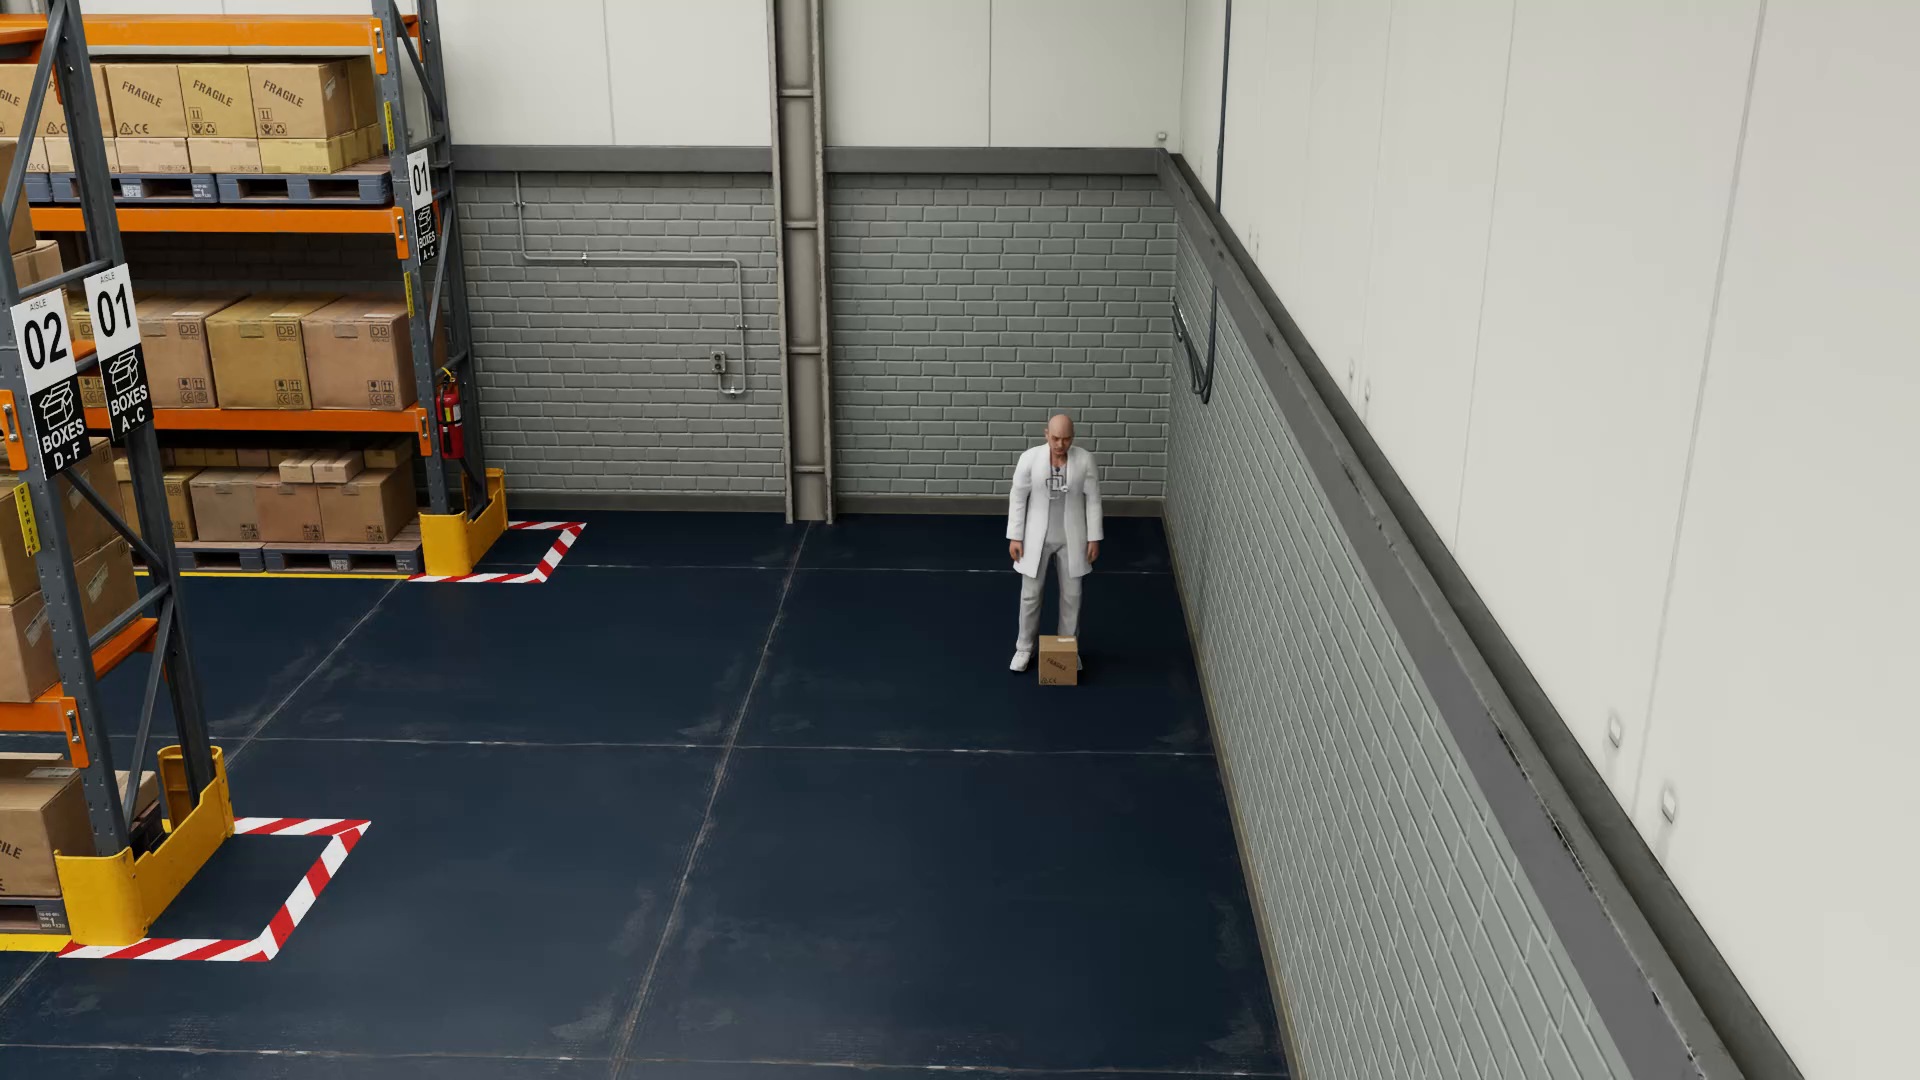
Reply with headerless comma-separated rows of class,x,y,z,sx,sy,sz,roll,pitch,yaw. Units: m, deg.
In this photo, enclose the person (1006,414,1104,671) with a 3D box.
person,0.632,0.006,11.085,0.647,1.774,0.421,0,20,1
